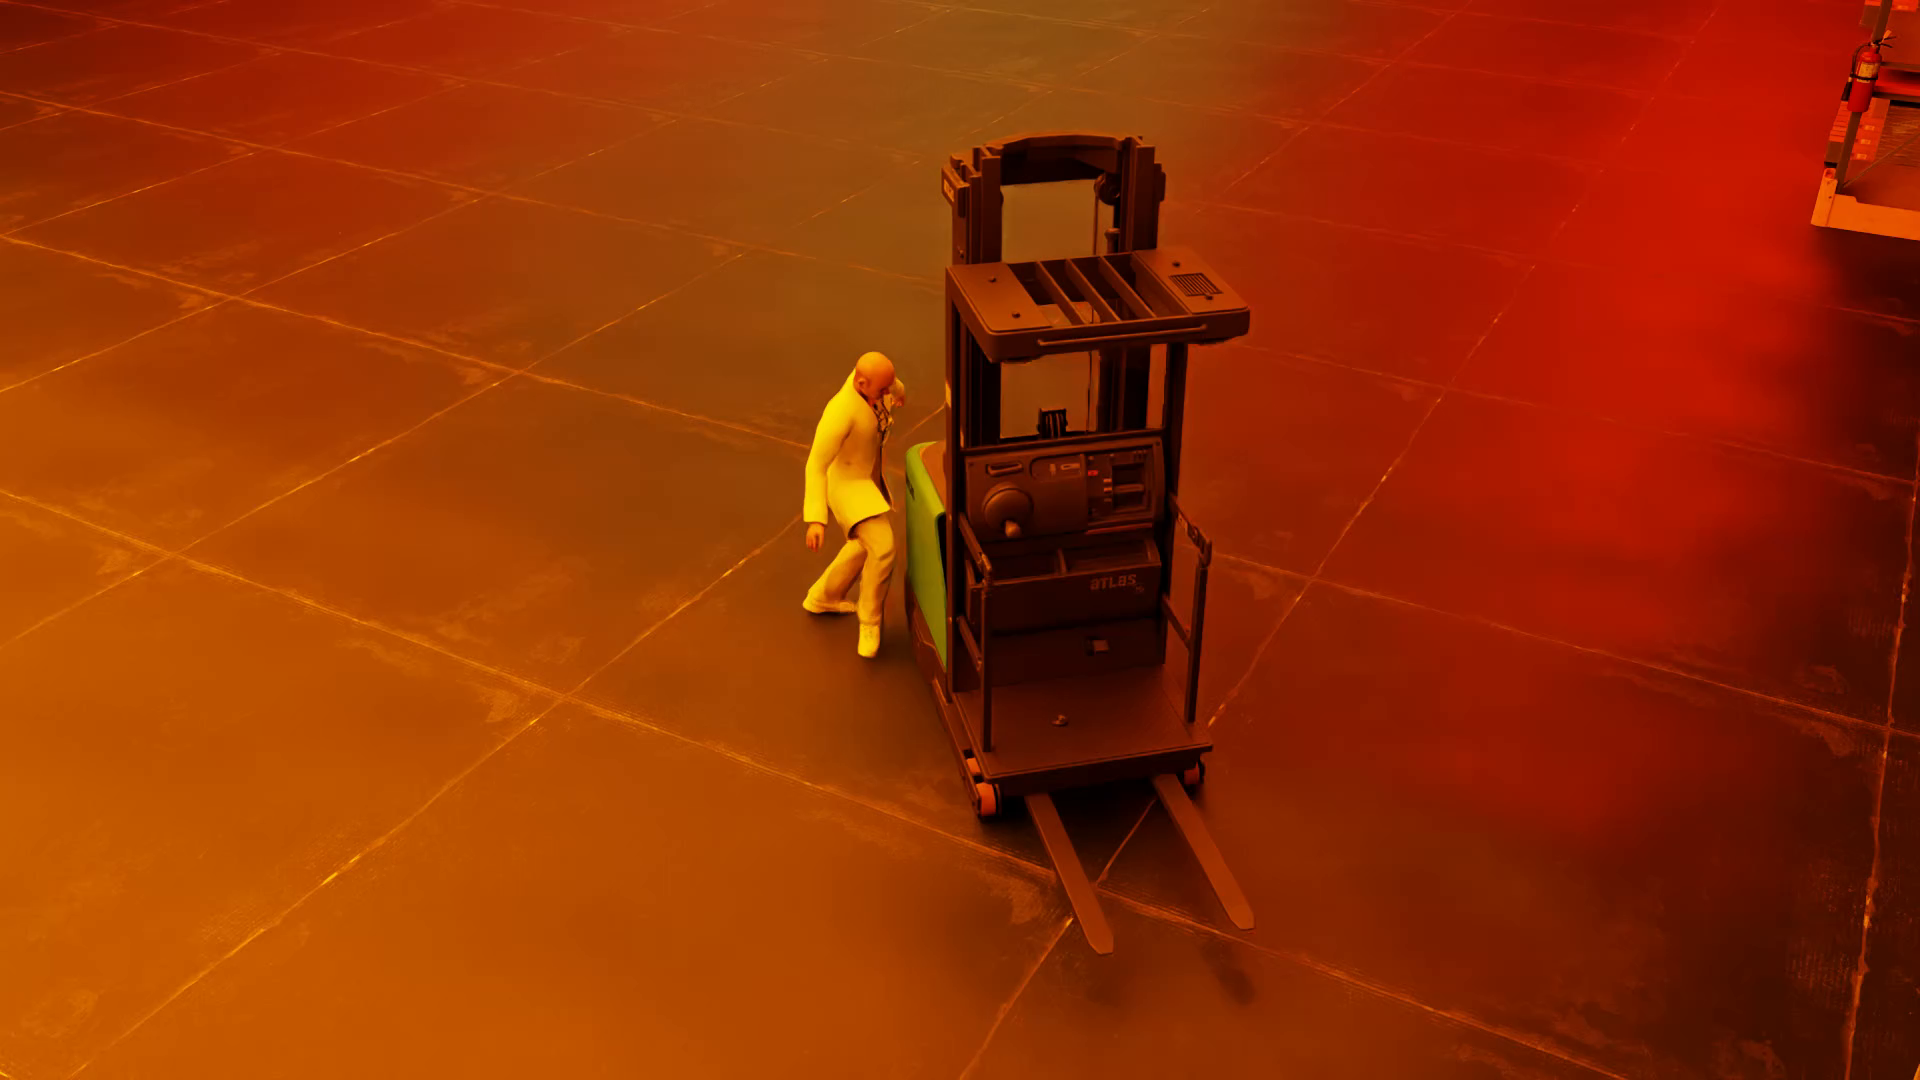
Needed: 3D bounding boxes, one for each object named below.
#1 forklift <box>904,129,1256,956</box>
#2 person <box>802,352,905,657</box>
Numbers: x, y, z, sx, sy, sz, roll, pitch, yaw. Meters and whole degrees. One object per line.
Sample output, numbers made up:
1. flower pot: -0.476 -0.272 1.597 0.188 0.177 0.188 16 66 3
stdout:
1. forklift: 0.535 -0.186 7.392 1.130 2.935 3.031 -7 31 -12
2. person: -0.540 -0.288 8.996 0.624 1.643 1.232 7 31 13
